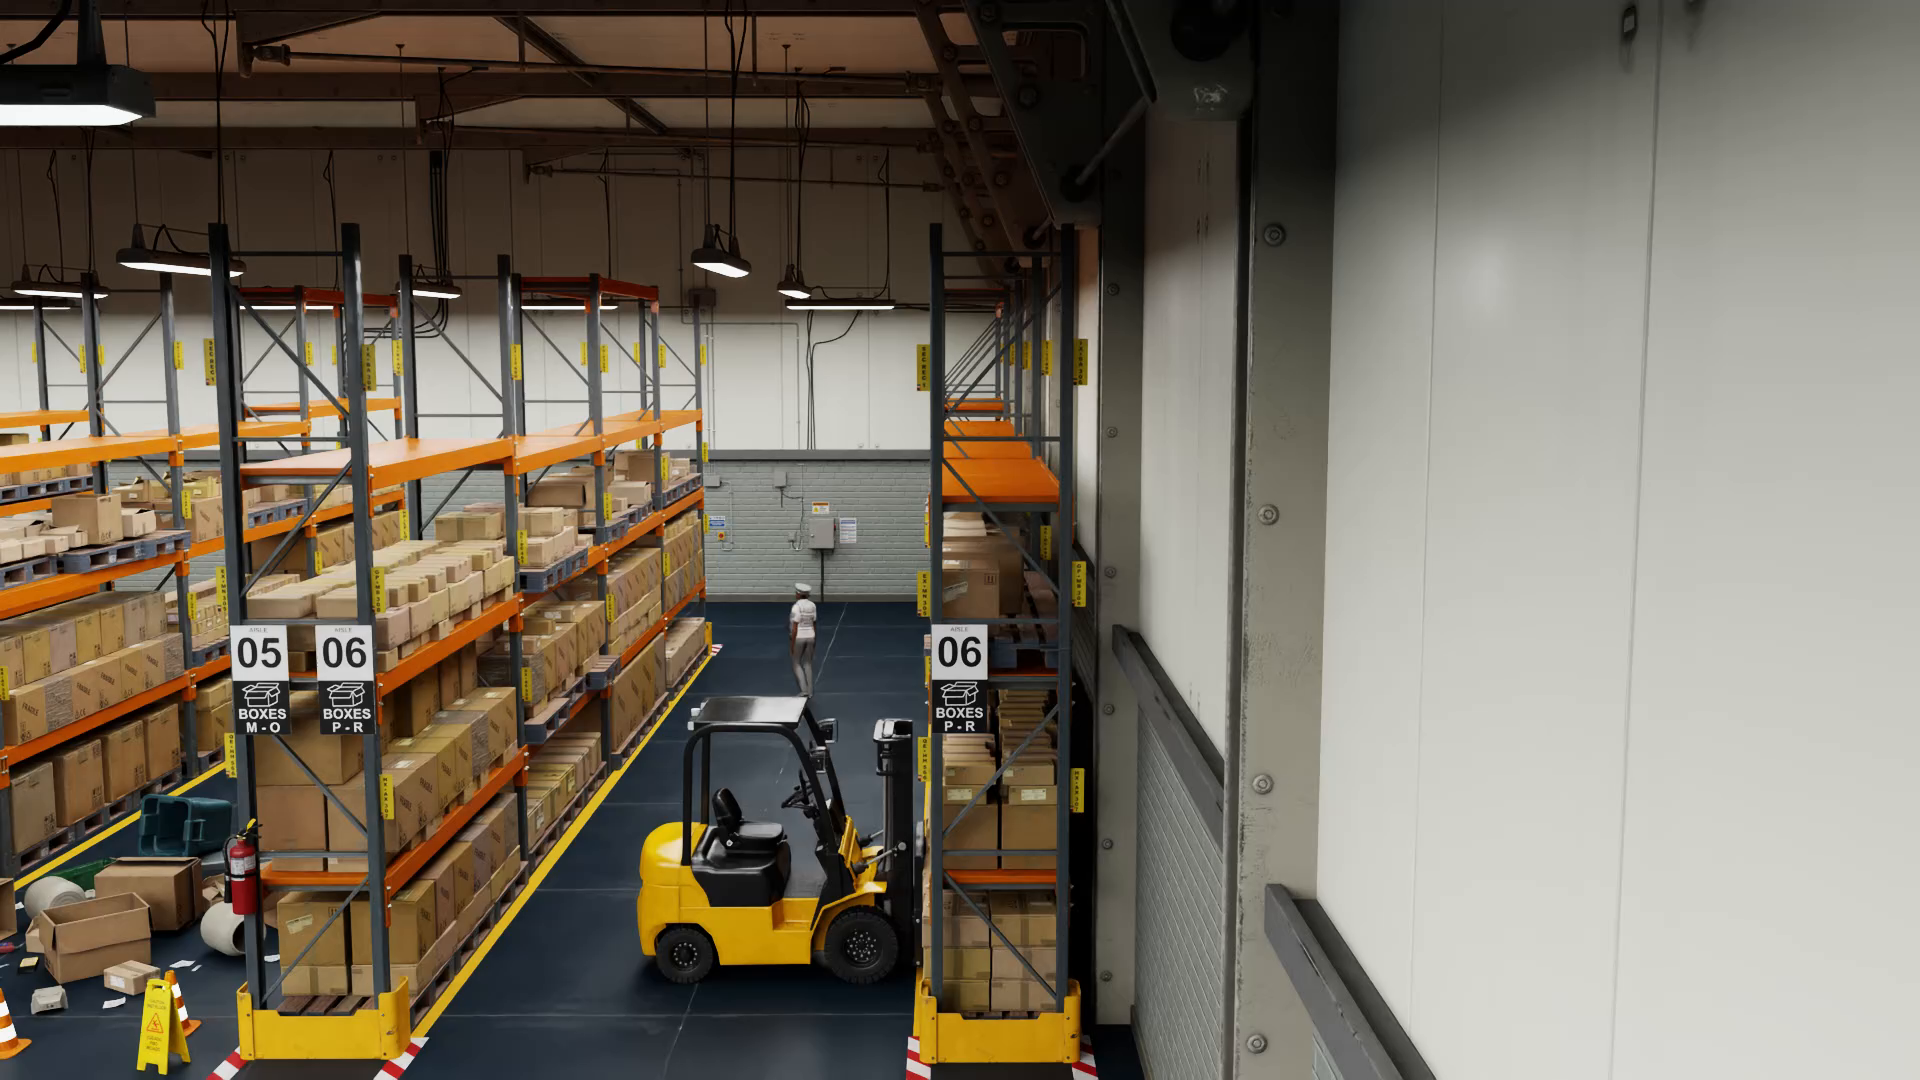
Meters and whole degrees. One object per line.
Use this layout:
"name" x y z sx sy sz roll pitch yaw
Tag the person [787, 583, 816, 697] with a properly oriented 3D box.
"person" -2.304 1.509 24.467 0.494 1.748 0.409 -6 9 -42
